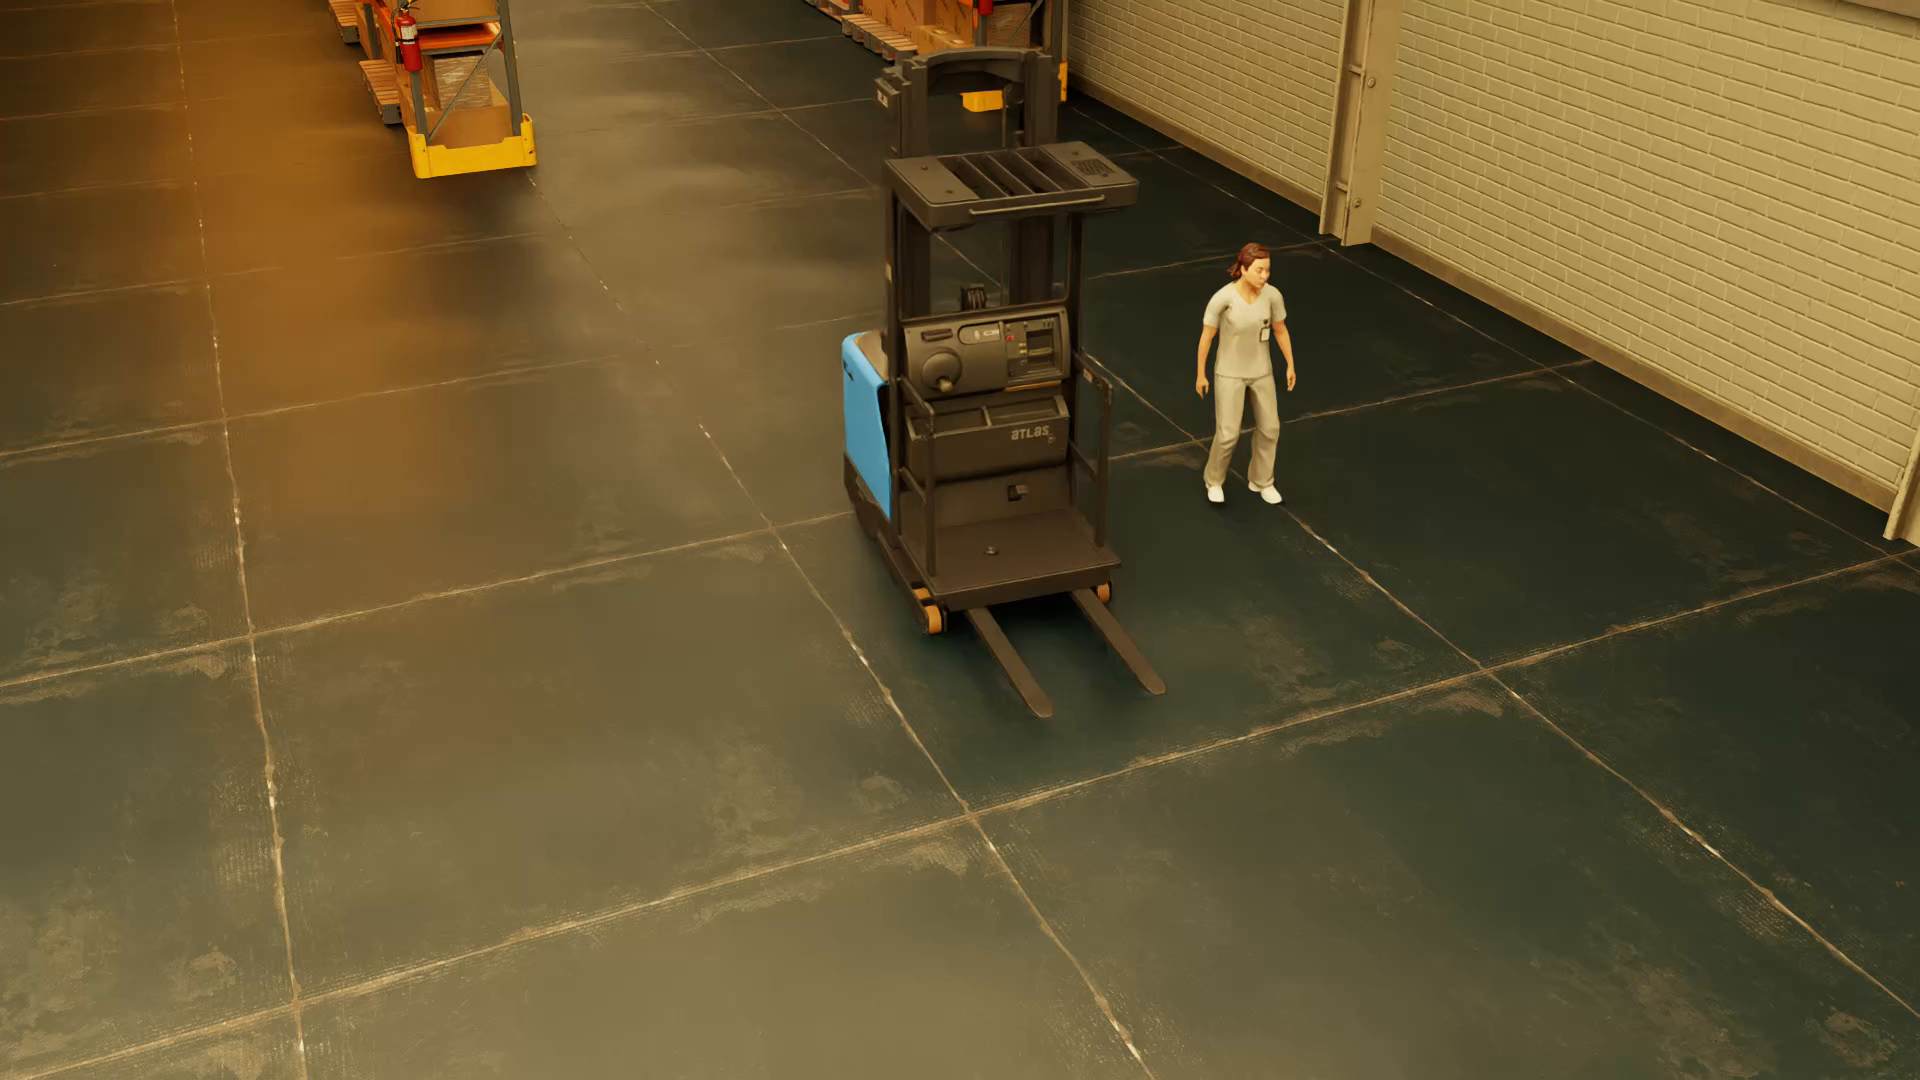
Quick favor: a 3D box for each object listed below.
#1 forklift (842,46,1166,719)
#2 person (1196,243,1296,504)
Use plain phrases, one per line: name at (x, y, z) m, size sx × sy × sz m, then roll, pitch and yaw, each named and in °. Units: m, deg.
forklift at (0.224, -0.976, 8.827) m, size 1.130 × 2.935 × 3.031 m, roll -10°, pitch 31°, yaw -16°
person at (1.745, -1.004, 10.156) m, size 0.613 × 1.660 × 0.405 m, roll -7°, pitch 30°, yaw -12°
